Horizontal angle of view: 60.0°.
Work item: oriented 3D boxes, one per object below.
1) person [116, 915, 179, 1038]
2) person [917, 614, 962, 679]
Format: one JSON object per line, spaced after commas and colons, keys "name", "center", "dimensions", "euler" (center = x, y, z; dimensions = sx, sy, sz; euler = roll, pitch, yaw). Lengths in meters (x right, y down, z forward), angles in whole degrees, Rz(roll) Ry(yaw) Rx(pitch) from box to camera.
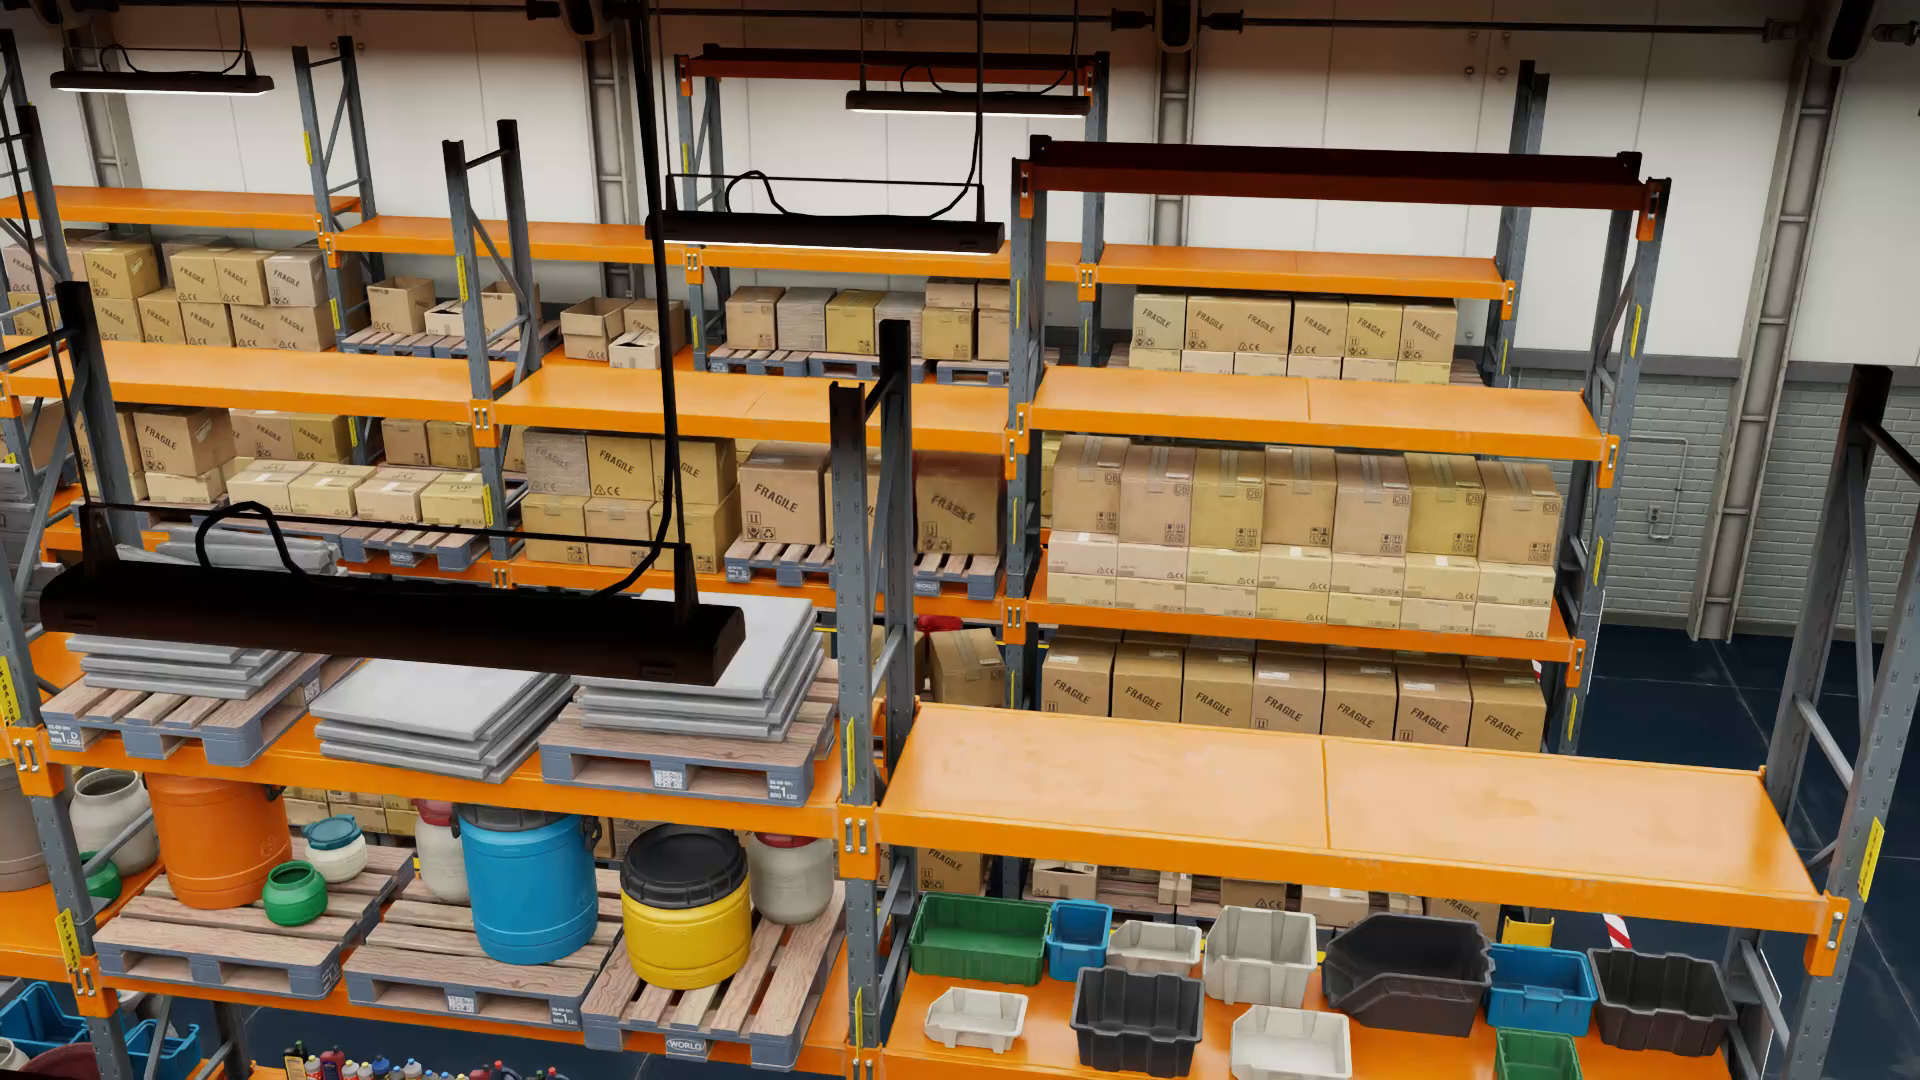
{"name": "person", "center": [-5.654, 2.954, 11.122], "dimensions": [0.910, 1.733, 0.554], "euler": [9, 25, 21]}
{"name": "person", "center": [-0.216, 1.169, 15.031], "dimensions": [0.514, 1.627, 0.598], "euler": [7, 24, 17]}
